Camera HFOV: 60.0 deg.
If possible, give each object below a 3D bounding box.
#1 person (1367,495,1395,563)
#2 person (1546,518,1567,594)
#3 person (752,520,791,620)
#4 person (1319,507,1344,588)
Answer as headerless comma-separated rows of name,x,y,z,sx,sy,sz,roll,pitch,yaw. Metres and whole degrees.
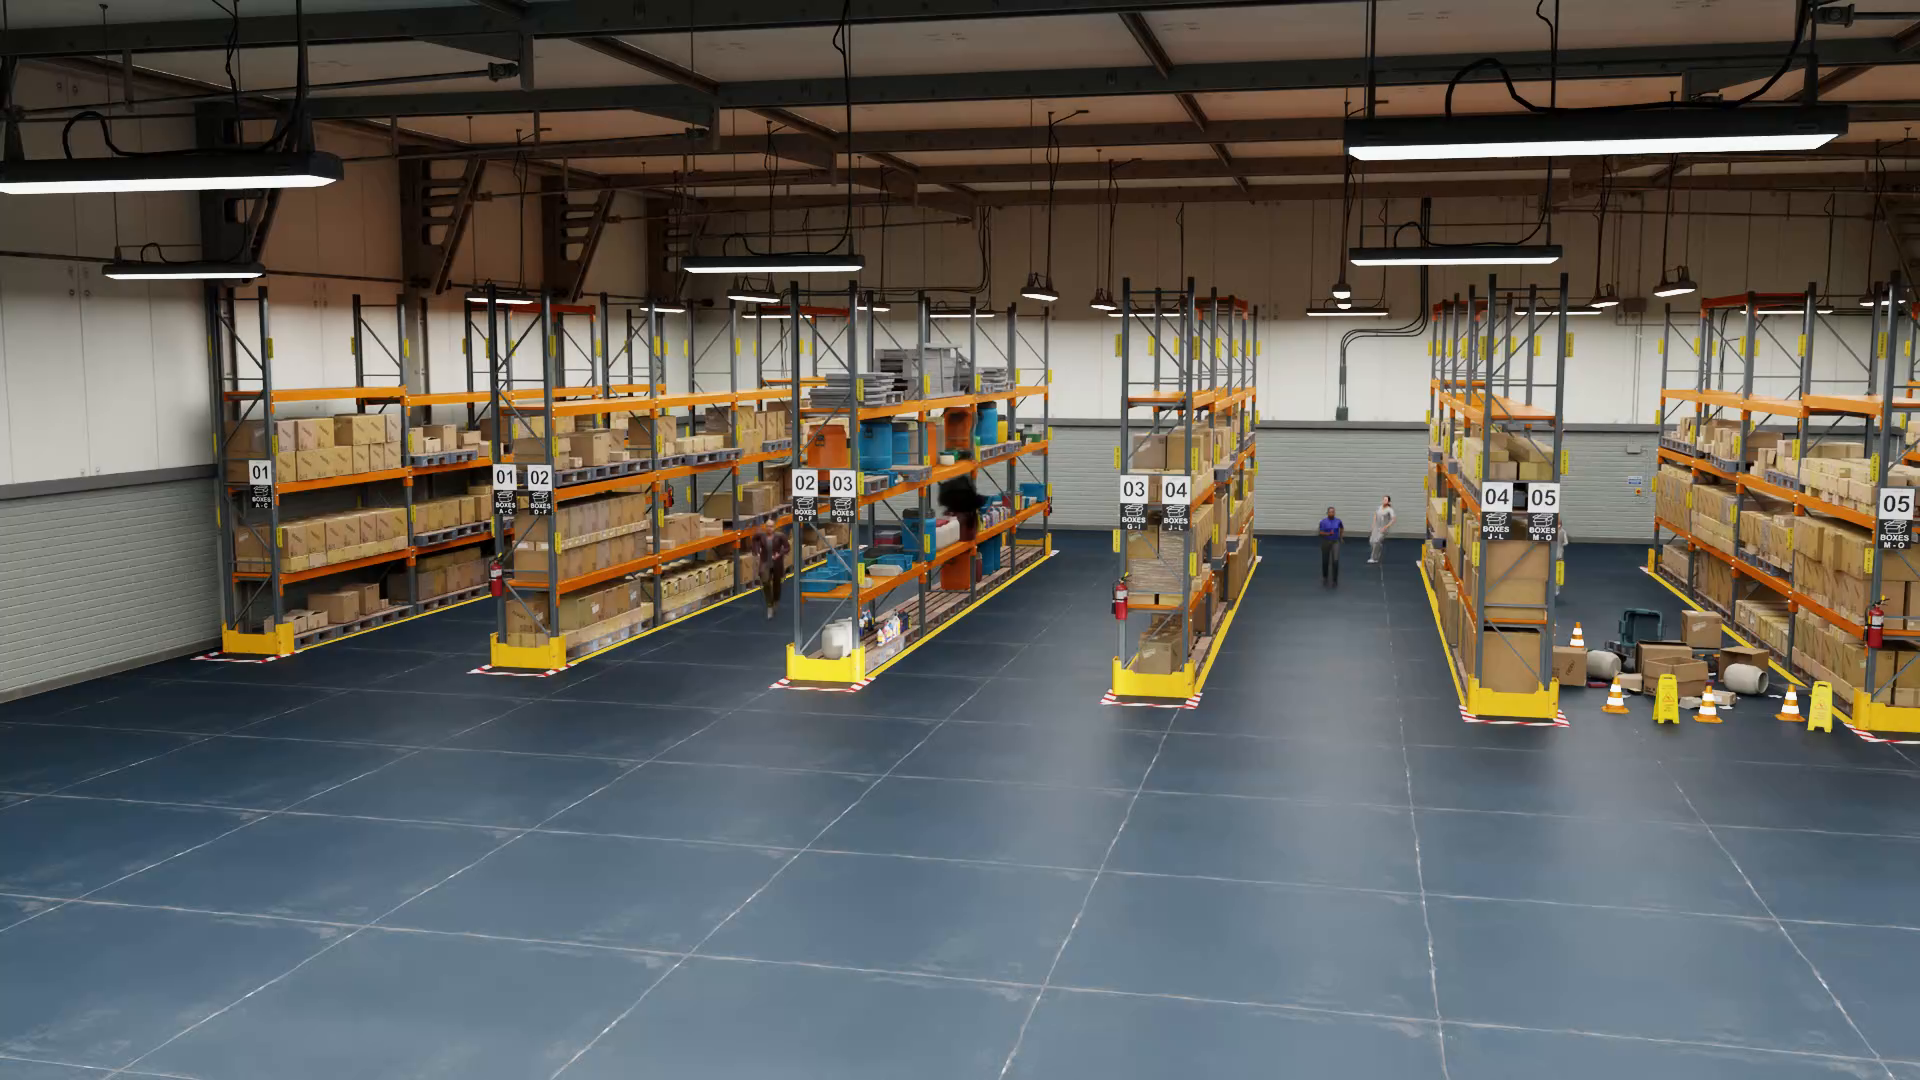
person,9.860,-0.253,38.835,0.529,1.594,0.592,-6,9,-44
person,12.105,0.322,33.904,0.515,1.599,0.620,1,7,5
person,-3.454,0.498,30.561,0.729,1.801,1.023,0,7,2
person,7.837,0.167,35.114,0.540,1.747,0.786,1,7,8
